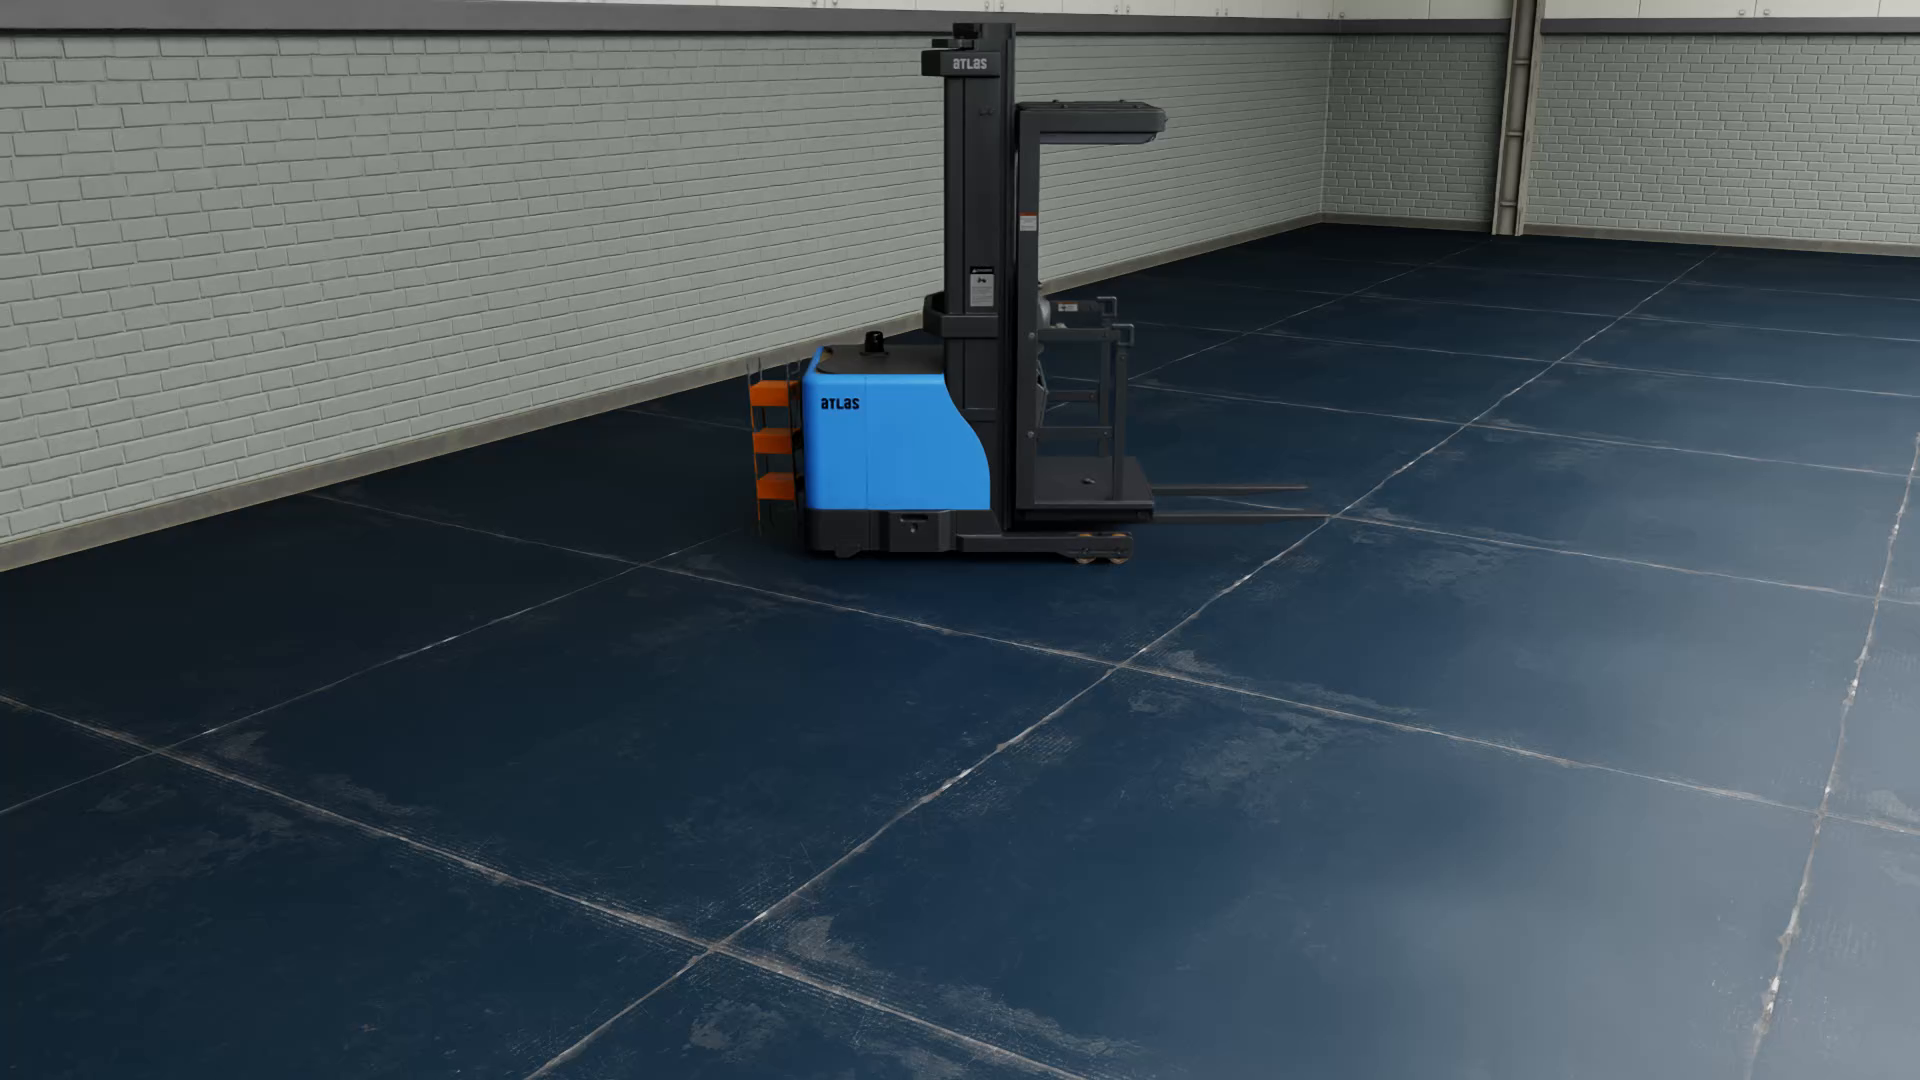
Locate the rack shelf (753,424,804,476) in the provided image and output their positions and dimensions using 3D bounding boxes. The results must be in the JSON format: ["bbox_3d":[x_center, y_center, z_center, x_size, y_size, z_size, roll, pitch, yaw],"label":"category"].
[{"bbox_3d":[-1.071,-0.535,9.856,0.240,0.259,0.215,2,17,15],"label":"rack shelf"}]

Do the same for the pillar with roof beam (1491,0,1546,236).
[{"bbox_3d":[5.993,-7.848,20.234,0.400,9.000,9.100,10,20,30],"label":"pillar with roof beam"}]

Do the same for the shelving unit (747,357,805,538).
[{"bbox_3d":[-1.071,-0.545,9.853,0.252,1.050,0.215,2,17,15],"label":"shelving unit"}]

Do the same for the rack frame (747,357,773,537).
[{"bbox_3d":[-1.189,-0.550,9.885,0.008,1.050,0.200,2,17,15],"label":"rack frame"}]

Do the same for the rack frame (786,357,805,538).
[{"bbox_3d":[-0.953,-0.541,9.821,0.008,1.050,0.200,2,17,15],"label":"rack frame"}]

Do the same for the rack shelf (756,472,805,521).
[{"bbox_3d":[-1.060,-0.268,9.933,0.240,0.259,0.215,2,17,15],"label":"rack shelf"}]

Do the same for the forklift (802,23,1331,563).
[{"bbox_3d":[0.620,-1.426,9.531,3.031,2.935,1.130,0,17,0],"label":"forklift"}]

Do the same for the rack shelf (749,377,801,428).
[{"bbox_3d":[-1.081,-0.808,9.777,0.240,0.259,0.215,2,17,15],"label":"rack shelf"}]
